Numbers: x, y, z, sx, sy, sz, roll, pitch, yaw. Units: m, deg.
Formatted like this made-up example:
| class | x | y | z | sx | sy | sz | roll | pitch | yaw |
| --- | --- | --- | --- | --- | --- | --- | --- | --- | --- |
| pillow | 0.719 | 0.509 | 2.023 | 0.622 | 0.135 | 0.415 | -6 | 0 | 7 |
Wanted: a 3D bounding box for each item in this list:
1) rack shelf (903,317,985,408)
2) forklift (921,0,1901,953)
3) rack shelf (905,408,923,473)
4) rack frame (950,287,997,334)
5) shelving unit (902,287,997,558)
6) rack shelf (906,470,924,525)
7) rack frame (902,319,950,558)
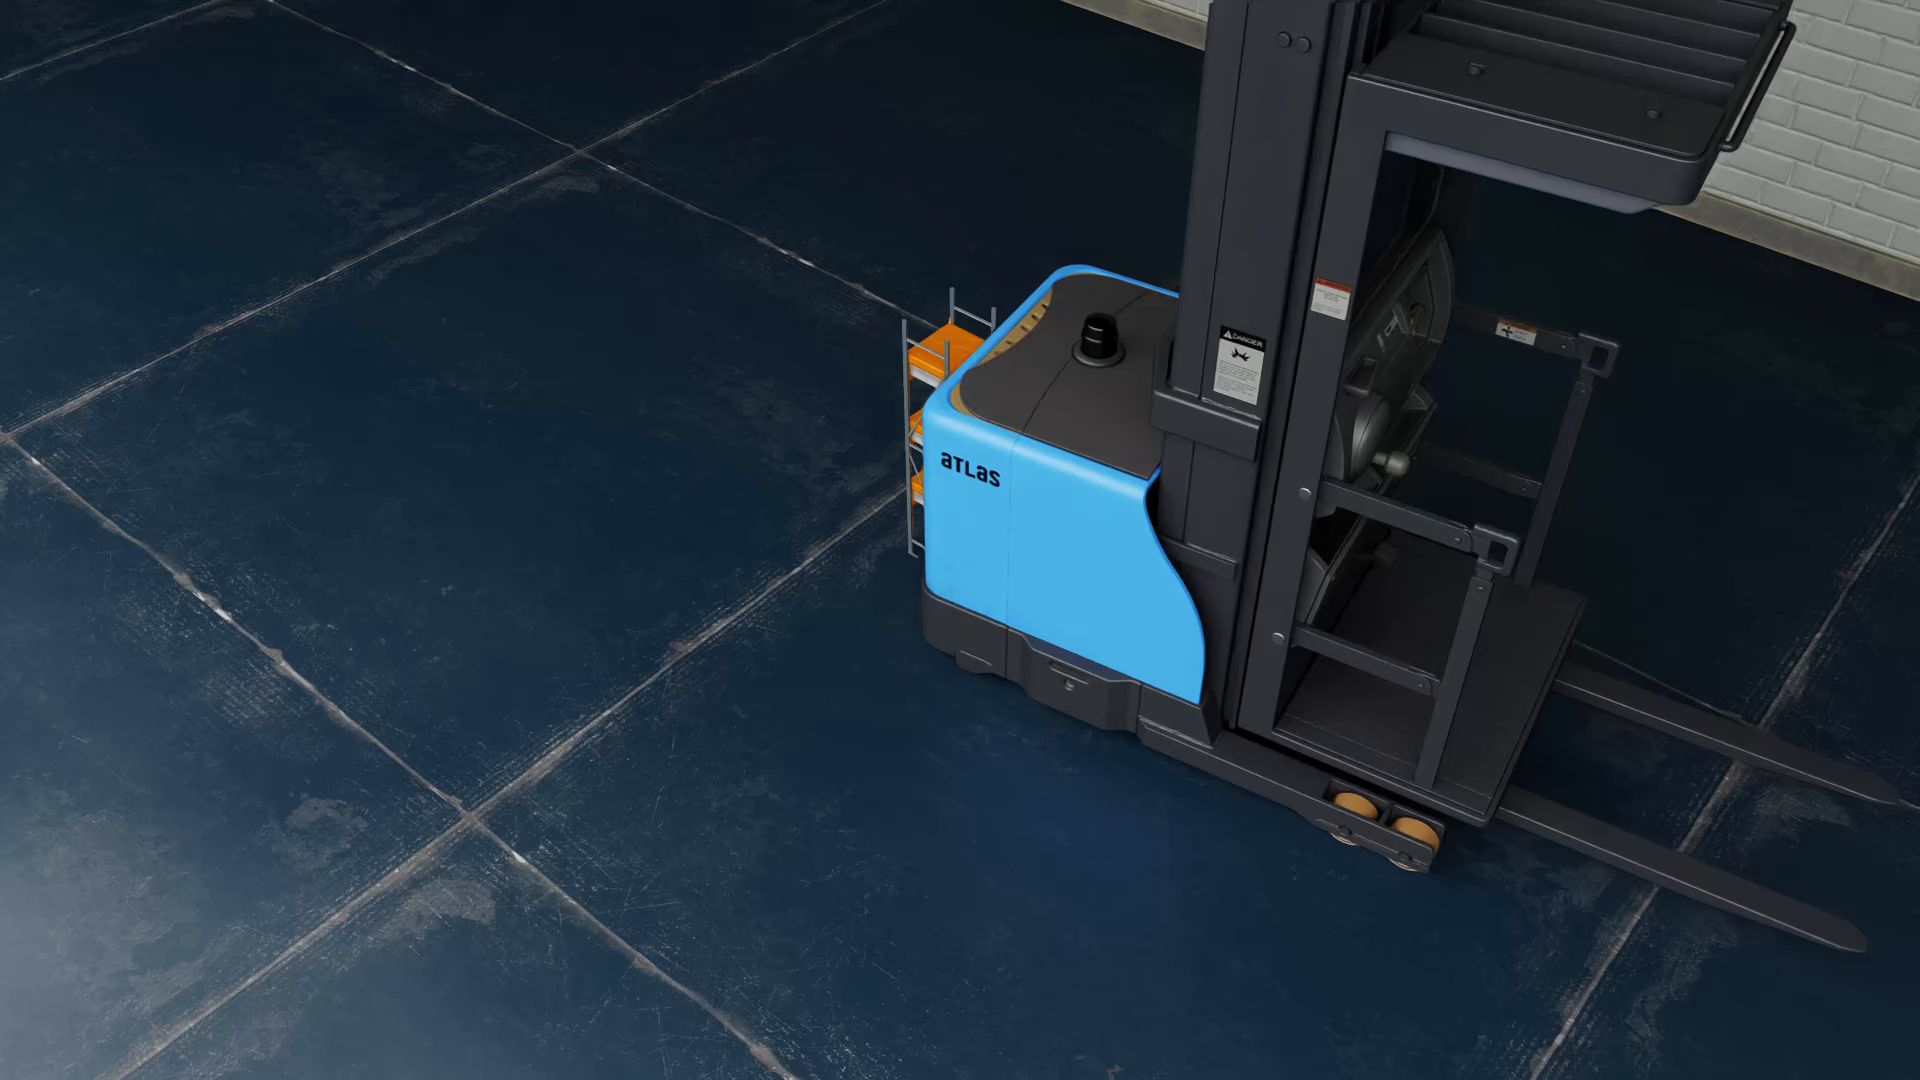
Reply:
| class | x | y | z | sx | sy | sz | roll | pitch | yaw |
| --- | --- | --- | --- | --- | --- | --- | --- | --- | --- |
| rack shelf | -0.034 | -0.563 | 5.683 | 0.215 | 0.259 | 0.240 | 29 | 50 | 28 |
| forklift | 1.398 | -0.477 | 4.596 | 3.031 | 2.935 | 1.130 | 22 | 47 | 22 |
| rack shelf | -0.034 | -0.353 | 5.874 | 0.215 | 0.259 | 0.240 | 29 | 50 | 28 |
| rack frame | 0.044 | -0.424 | 5.936 | 0.200 | 1.050 | 0.008 | 29 | 50 | 28 |
| shelving unit | -0.034 | -0.361 | 5.866 | 0.215 | 1.050 | 0.252 | 29 | 50 | 28 |
| rack shelf | -0.034 | -0.147 | 6.061 | 0.215 | 0.259 | 0.240 | 29 | 50 | 28 |
| rack frame | -0.113 | -0.298 | 5.797 | 0.200 | 1.050 | 0.008 | 29 | 50 | 28 |
